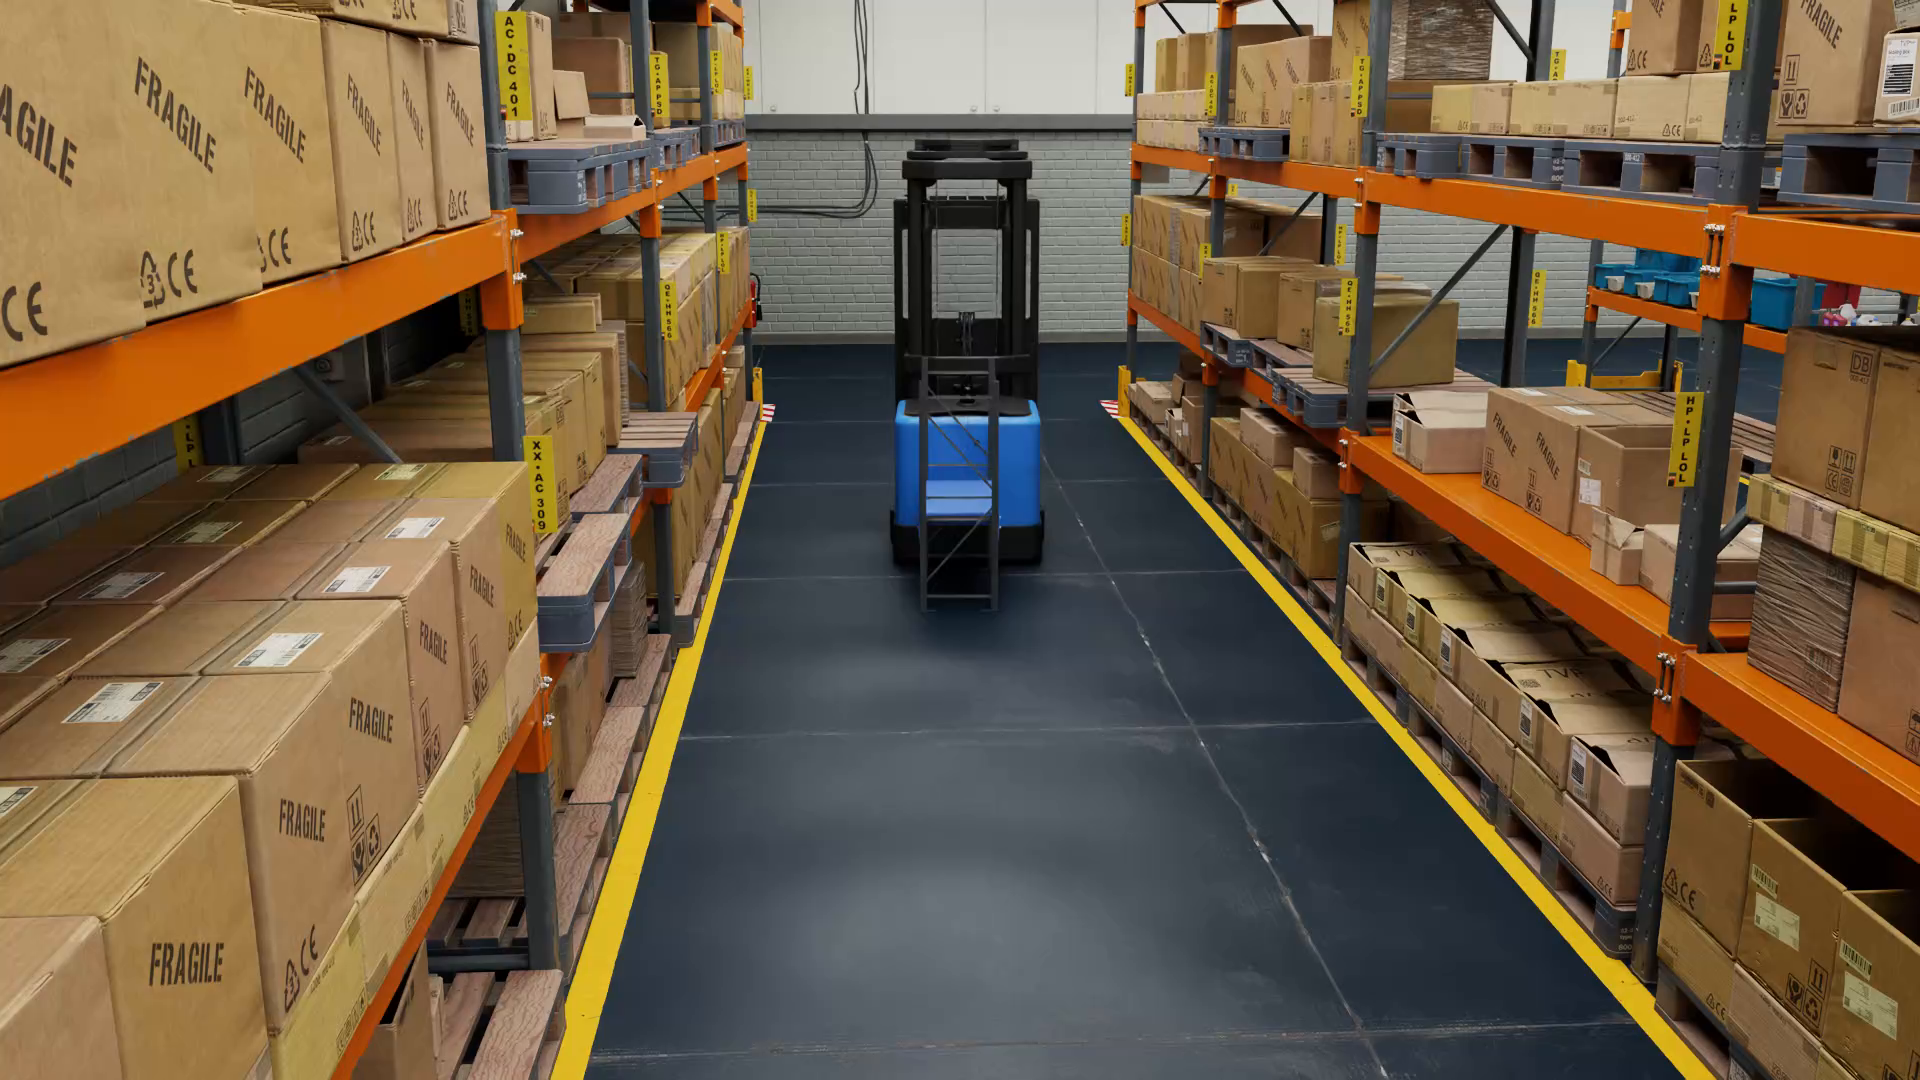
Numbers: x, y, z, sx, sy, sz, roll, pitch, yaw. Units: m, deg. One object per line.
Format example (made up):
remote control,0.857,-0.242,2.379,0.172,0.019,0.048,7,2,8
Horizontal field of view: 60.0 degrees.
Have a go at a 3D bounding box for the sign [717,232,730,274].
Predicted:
sign,-1.881,-2.275,13.185,0.100,0.325,0.005,-1,14,-3

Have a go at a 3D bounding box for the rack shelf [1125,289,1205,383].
rack shelf,2.398,-1.968,15.601,1.077,0.370,4.000,-1,14,-3

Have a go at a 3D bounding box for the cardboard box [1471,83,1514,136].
cardboard box,2.905,-2.166,8.364,0.500,0.250,0.500,0,14,-2

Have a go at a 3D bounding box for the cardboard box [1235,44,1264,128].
cardboard box,2.480,-3.446,12.636,0.600,0.600,0.600,-2,15,-9

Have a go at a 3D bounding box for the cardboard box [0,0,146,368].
cardboard box,-1.447,-0.490,2.149,0.500,0.500,0.500,0,14,0

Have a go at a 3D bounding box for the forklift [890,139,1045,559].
forklift,0.047,-1.592,12.832,1.130,2.935,3.031,0,14,0

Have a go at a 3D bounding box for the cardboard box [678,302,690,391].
cardboard box,-1.972,-1.205,10.351,0.500,0.500,0.500,0,14,-2

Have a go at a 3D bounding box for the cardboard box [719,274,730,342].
cardboard box,-2.439,-2.022,13.765,0.980,0.700,0.700,-1,14,-3

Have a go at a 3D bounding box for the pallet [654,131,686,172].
pallet,-2.267,-2.268,9.680,1.213,0.211,1.003,0,14,-1

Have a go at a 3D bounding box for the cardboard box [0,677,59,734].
cardboard box,-1.977,0.574,3.030,0.500,0.500,0.500,-1,14,-5

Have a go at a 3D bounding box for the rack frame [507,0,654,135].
rack frame,-2.174,-3.653,8.663,1.000,3.000,0.127,-1,14,-3

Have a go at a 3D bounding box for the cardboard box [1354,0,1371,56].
cardboard box,2.718,-3.045,10.116,0.500,0.500,0.500,-1,14,-3

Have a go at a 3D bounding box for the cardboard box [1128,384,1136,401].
cardboard box,1.957,-1.537,17.320,0.380,0.149,0.250,-1,14,-3

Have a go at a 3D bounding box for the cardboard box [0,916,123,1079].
cardboard box,-1.408,0.819,2.080,0.500,0.500,0.500,-1,14,-3

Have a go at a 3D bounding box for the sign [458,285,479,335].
sign,-2.728,-1.299,9.230,0.100,0.325,0.005,-1,14,-3

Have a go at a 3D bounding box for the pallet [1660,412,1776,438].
pallet,7.303,-1.031,16.110,1.003,0.211,1.213,-1,14,-3

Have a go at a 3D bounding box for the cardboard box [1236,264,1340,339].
cardboard box,2.434,-1.780,12.381,0.700,0.500,0.500,1,14,5

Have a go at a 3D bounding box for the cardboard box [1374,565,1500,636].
cardboard box,2.550,0.297,8.901,0.500,0.311,0.500,-1,14,-5

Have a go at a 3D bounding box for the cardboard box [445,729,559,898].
cardboard box,-1.988,1.062,6.512,0.700,0.500,0.500,0,14,-2

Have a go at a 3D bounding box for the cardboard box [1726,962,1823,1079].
cardboard box,2.770,1.543,5.186,0.500,0.250,0.500,-1,14,-3

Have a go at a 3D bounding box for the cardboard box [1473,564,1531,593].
cardboard box,3.087,0.288,8.939,0.500,0.311,0.500,-1,14,-4

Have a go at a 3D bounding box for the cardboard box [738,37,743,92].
cardboard box,-2.352,-4.554,15.939,0.500,0.500,0.500,-1,14,-4

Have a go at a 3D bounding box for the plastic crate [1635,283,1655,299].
plastic crate,6.884,-2.475,16.534,0.250,0.136,0.298,-1,14,-3

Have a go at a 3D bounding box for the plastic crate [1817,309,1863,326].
plastic crate,7.580,-1.914,14.356,0.396,0.136,0.243,-1,14,-3

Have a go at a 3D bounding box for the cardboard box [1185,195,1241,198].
cardboard box,2.576,-3.240,16.894,0.500,0.500,0.500,-1,14,-4

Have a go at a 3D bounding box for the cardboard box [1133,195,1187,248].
cardboard box,2.039,-3.232,16.863,0.500,0.500,0.500,0,14,-2

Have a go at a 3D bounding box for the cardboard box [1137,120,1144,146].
cardboard box,2.052,-4.063,16.578,0.500,0.250,0.500,-1,14,-3

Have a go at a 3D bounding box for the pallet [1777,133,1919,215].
pallet,3.096,-1.028,4.660,1.003,0.211,1.213,-1,14,-3

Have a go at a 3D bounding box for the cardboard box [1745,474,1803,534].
cardboard box,2.841,-0.123,5.481,0.380,0.149,0.250,-1,14,-4

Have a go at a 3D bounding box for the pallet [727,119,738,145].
pallet,-2.535,-3.658,14.882,1.003,0.211,1.213,-1,14,-3

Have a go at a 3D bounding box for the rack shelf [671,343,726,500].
rack shelf,-2.298,-0.896,11.434,1.077,0.370,4.000,-1,14,-3

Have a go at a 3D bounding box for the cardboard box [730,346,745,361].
cardboard box,-2.337,-1.842,16.538,0.380,0.149,0.250,-1,14,-4

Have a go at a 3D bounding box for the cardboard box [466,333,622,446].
cardboard box,-2.073,-0.753,8.351,0.700,0.500,0.500,-2,15,-9

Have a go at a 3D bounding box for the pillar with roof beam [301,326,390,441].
pillar with roof beam,1.340,-3.382,7.613,9.100,9.000,0.400,-1,14,-3

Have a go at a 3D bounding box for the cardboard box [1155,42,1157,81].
cardboard box,2.322,-4.672,16.438,0.700,0.500,0.500,-1,14,-3

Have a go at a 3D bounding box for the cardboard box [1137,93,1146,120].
cardboard box,2.046,-4.305,16.515,0.500,0.250,0.500,-1,14,-3

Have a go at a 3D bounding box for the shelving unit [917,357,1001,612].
shelving unit,-0.009,-0.391,11.034,0.538,1.500,1.048,0,14,0

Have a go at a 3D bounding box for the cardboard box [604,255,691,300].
cardboard box,-2.014,-1.687,10.722,0.500,0.250,0.500,-1,14,-3

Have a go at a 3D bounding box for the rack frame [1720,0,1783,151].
rack frame,3.018,-2.735,5.098,1.000,3.000,0.127,-1,14,-3

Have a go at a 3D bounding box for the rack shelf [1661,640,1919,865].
rack shelf,3.142,1.016,4.002,1.077,0.370,4.000,-1,14,-3

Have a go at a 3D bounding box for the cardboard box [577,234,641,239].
cardboard box,-2.653,-2.189,12.672,0.500,0.250,0.500,0,14,-2

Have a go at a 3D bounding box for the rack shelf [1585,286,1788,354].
rack shelf,7.342,-2.044,15.895,1.077,0.370,4.000,-1,14,-3

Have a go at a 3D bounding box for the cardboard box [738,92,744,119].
cardboard box,-2.359,-4.191,16.032,0.500,0.250,0.500,0,14,-2

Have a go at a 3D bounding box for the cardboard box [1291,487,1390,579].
cardboard box,2.478,-0.056,10.858,0.500,0.500,0.500,0,14,-1

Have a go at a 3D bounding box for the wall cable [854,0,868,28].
wall cable,0.037,-8.038,21.805,3.097,2.526,0.112,-1,14,-3

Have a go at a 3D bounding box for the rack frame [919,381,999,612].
rack frame,-0.006,-0.264,10.542,0.500,1.500,0.032,0,14,0

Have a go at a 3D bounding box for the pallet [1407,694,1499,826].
pallet,2.854,1.034,8.085,1.003,0.211,1.213,-1,14,-3

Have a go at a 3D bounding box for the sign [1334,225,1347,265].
sign,3.076,-2.390,13.471,0.100,0.325,0.005,-1,14,-3

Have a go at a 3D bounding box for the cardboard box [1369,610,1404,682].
cardboard box,2.541,0.563,8.992,0.500,0.250,0.500,-1,14,-5

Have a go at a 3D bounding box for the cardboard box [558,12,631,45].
cardboard box,-2.449,-3.461,11.352,0.500,0.250,0.500,-1,14,-5

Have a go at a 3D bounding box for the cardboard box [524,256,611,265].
cardboard box,-2.518,-1.678,10.685,0.500,0.250,0.500,-1,14,-5

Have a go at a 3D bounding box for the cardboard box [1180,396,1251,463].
cardboard box,2.204,-0.959,14.369,0.500,0.500,0.500,-1,14,-3

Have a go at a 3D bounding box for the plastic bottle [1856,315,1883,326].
plastic bottle,7.137,-1.623,13.063,0.152,0.276,0.135,-1,14,-3

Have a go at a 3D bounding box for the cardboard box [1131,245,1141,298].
cardboard box,2.039,-2.748,16.987,0.500,0.500,0.500,-1,14,-2

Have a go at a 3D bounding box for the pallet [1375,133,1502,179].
pallet,2.901,-2.018,8.711,1.213,0.211,1.003,0,14,-1

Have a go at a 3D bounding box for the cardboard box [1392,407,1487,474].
cardboard box,2.632,-0.556,8.847,0.500,0.311,0.500,-1,14,-4

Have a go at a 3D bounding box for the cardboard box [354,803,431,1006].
cardboard box,-1.493,0.798,3.668,0.500,0.250,0.500,-1,14,-3
